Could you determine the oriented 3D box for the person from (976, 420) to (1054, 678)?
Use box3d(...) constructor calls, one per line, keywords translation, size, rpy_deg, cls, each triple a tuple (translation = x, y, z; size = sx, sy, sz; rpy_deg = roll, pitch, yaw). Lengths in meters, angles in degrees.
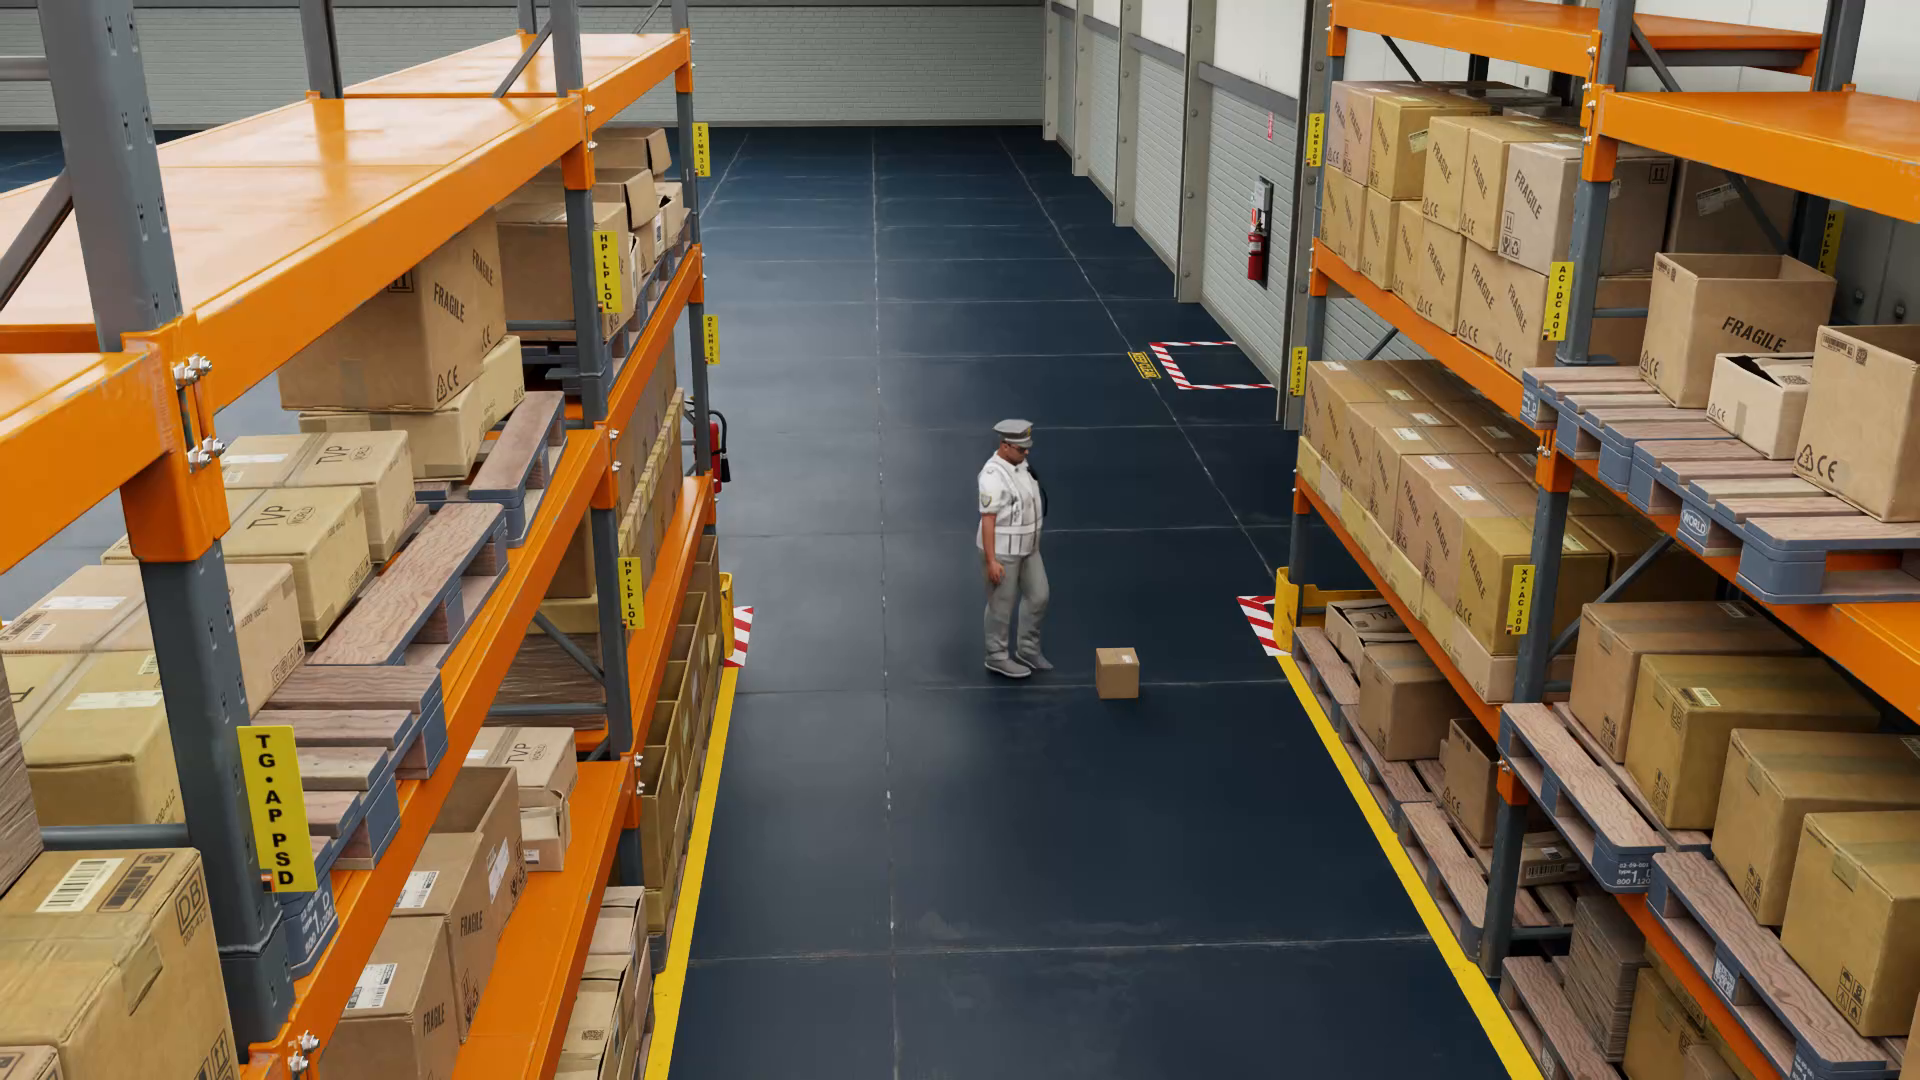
box3d(translation=(0.353, 0.104, 10.878), size=(0.465, 1.824, 0.556), rpy_deg=(12, 23, 29), cls="person")
